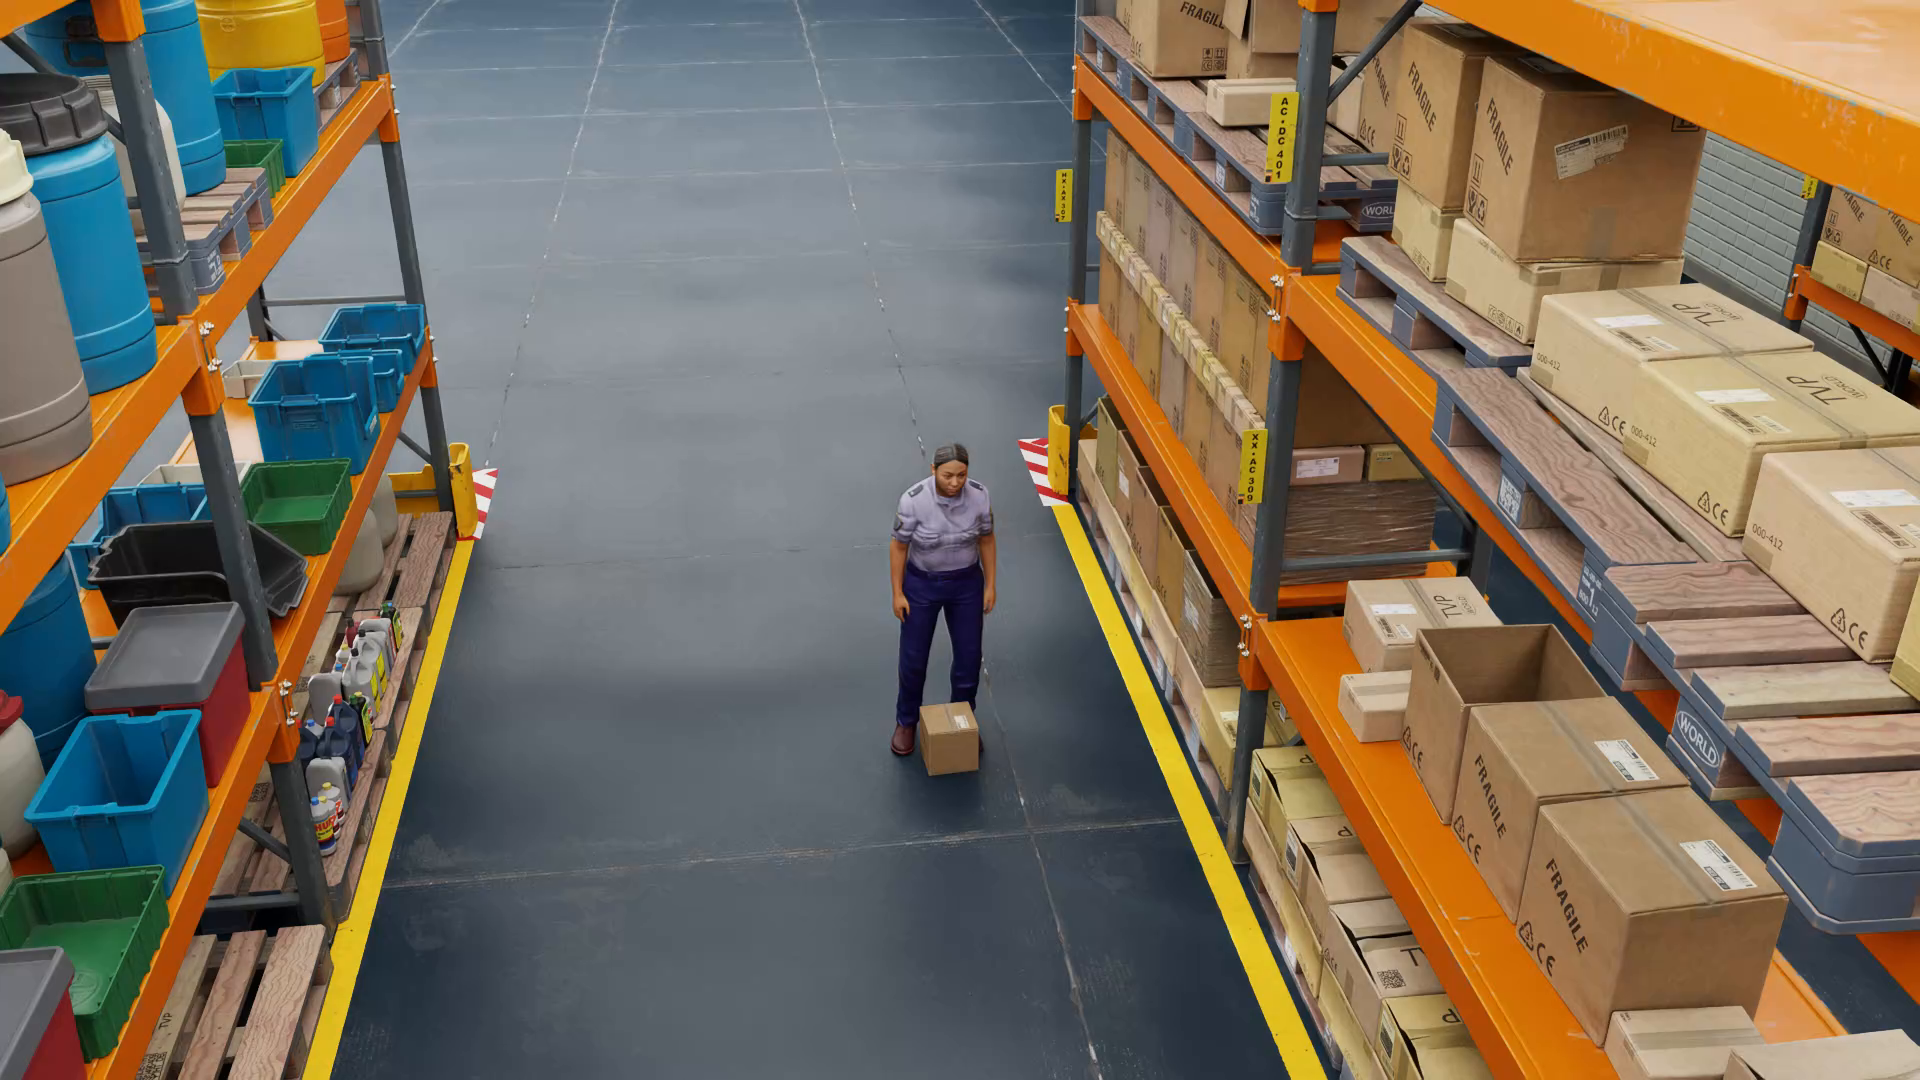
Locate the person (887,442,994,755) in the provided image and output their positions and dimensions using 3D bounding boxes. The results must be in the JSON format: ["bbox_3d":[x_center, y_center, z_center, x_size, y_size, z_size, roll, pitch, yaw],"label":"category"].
[{"bbox_3d":[-0.094,0.266,8.112,0.537,1.651,0.416,-4,28,-7],"label":"person"}]
